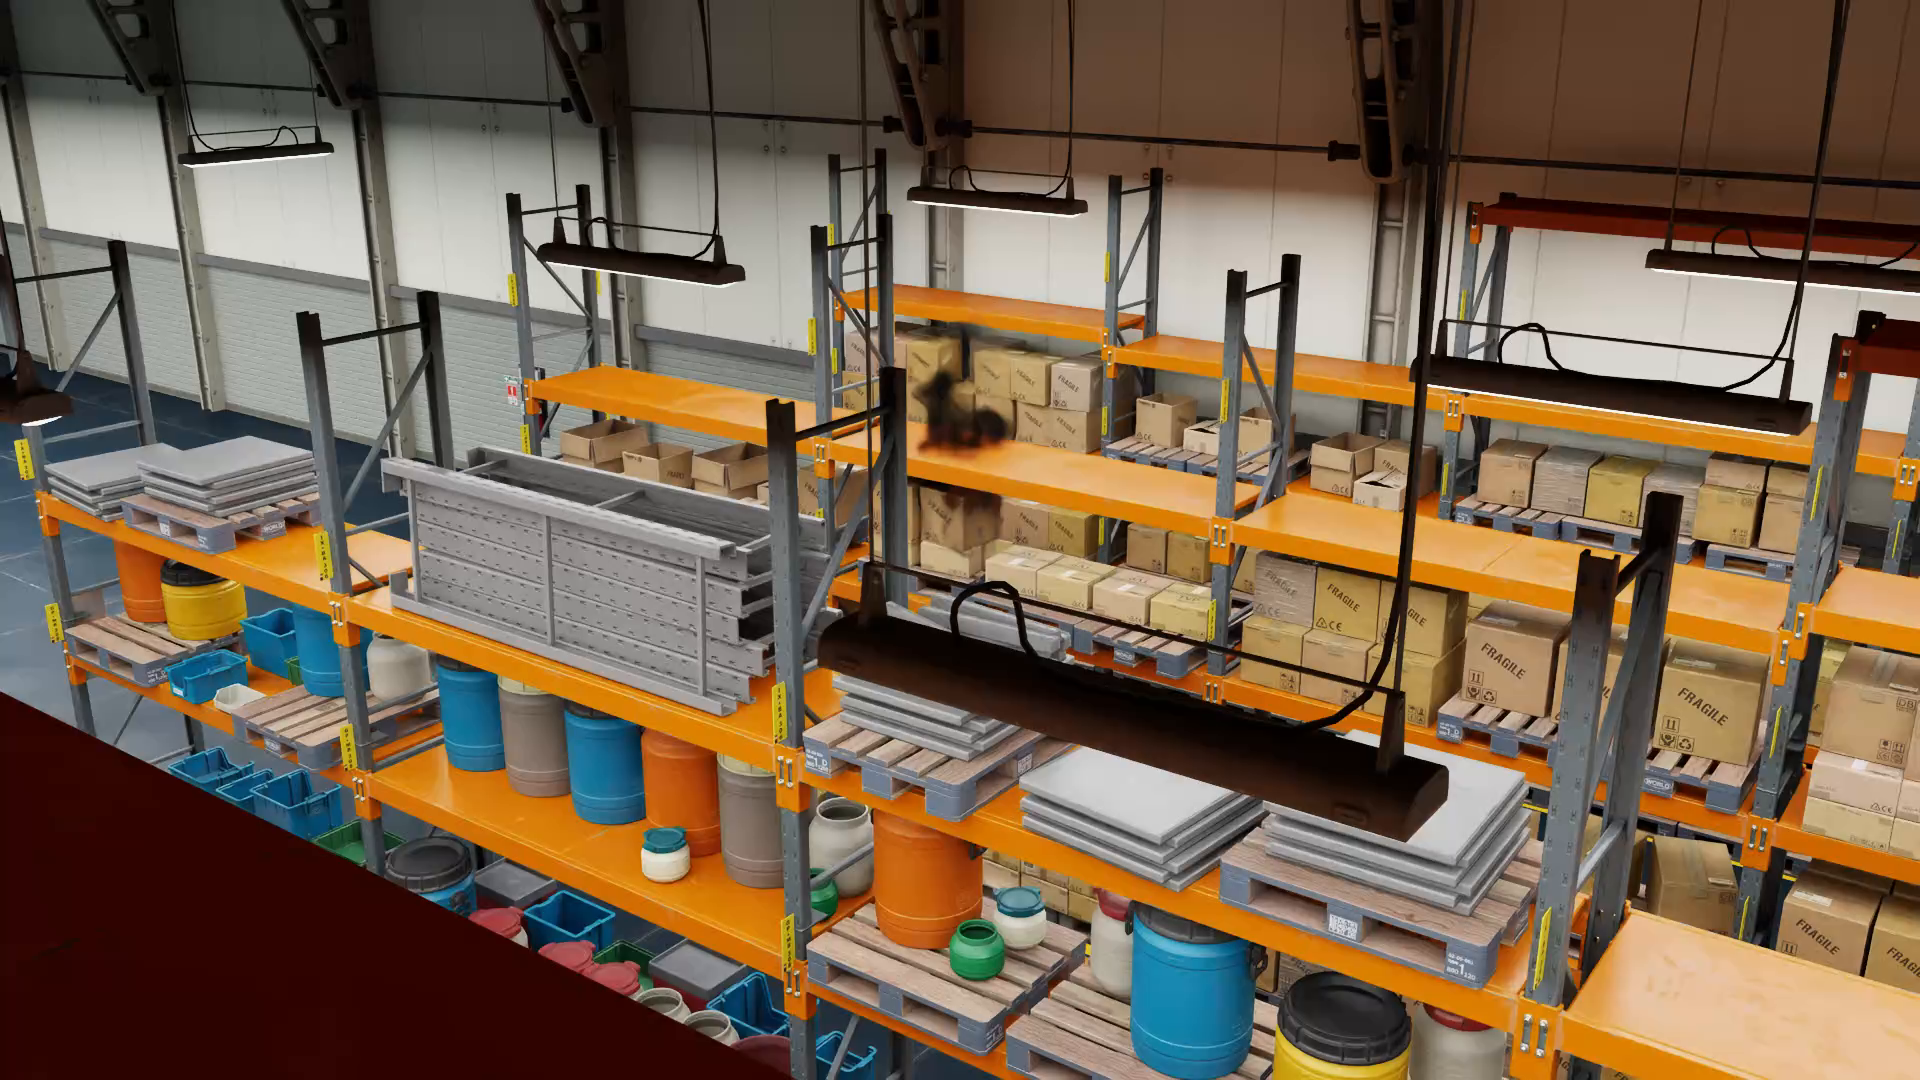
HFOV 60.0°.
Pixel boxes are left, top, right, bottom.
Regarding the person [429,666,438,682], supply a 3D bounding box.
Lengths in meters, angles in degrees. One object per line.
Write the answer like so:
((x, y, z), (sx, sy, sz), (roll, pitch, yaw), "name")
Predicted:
((-6.266, 1.247, 19.004), (0.867, 1.625, 0.562), (-9, 21, -26), "person")
